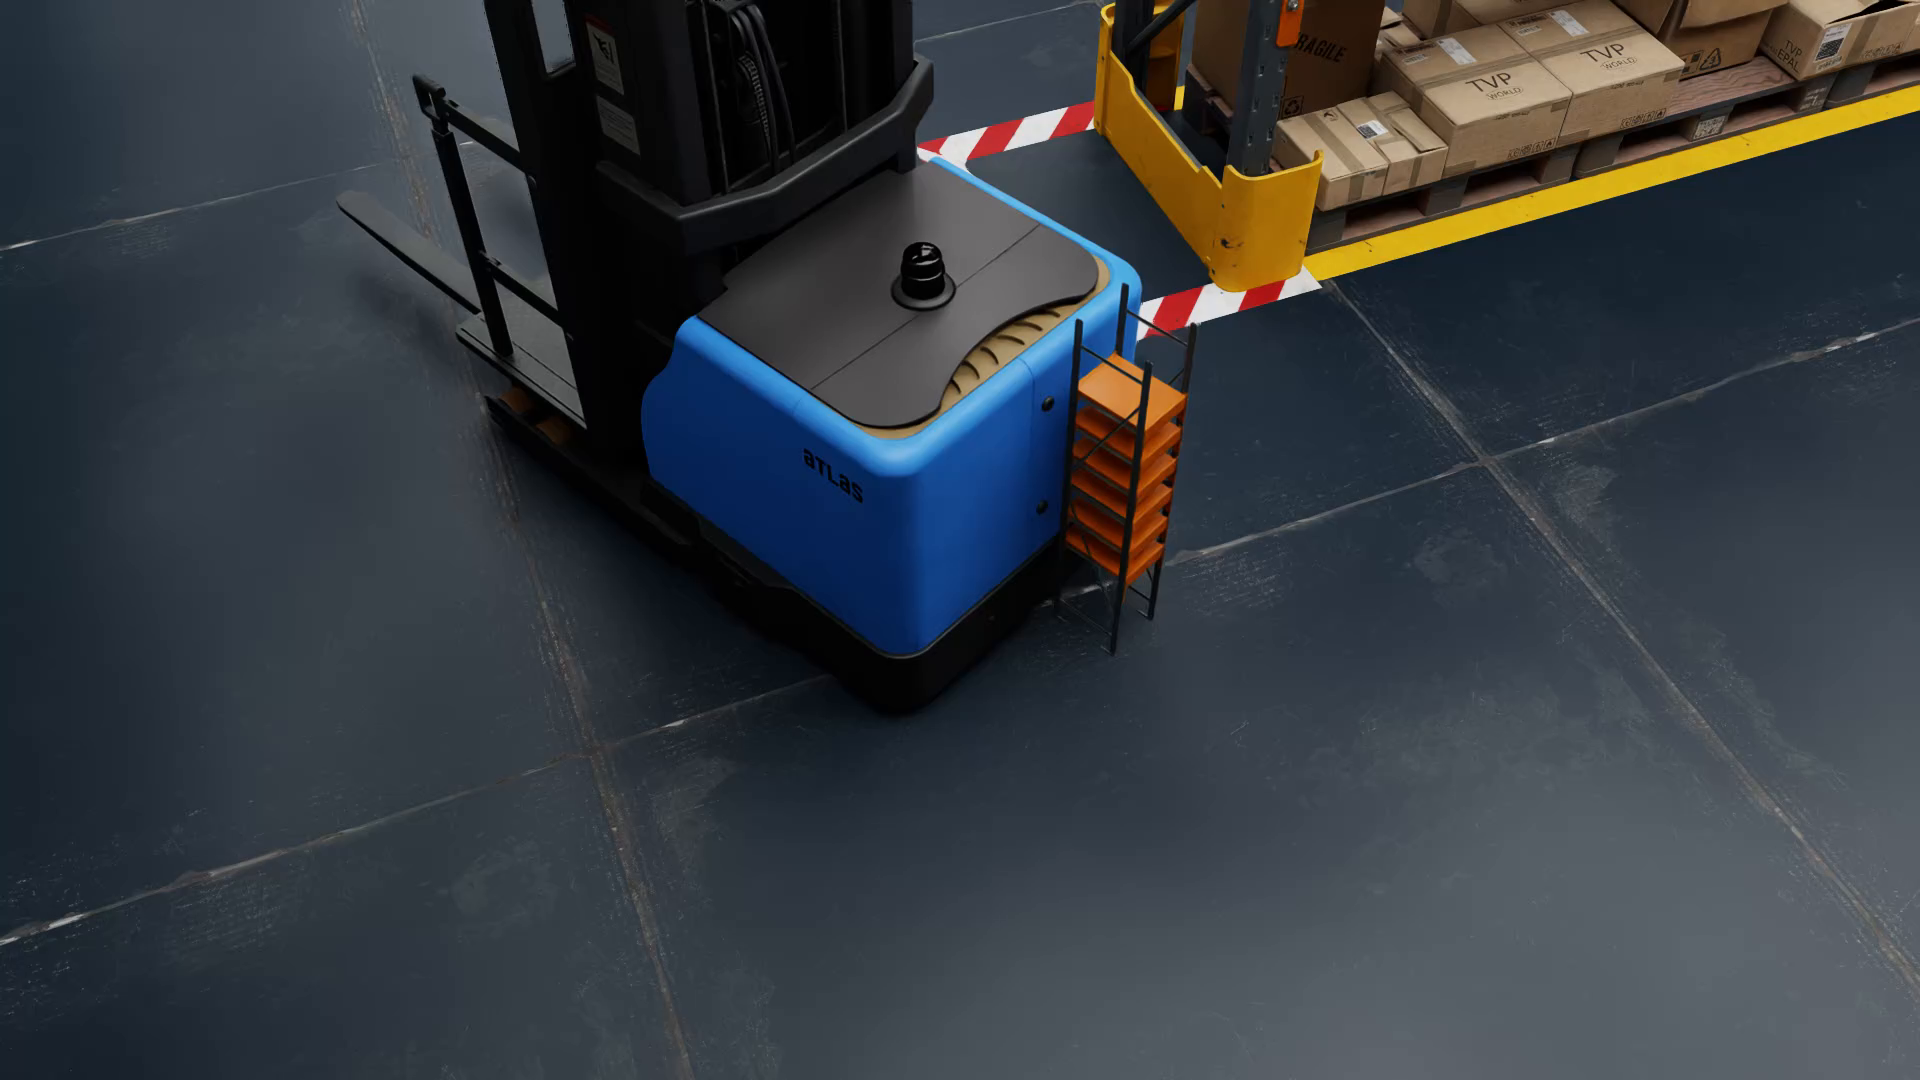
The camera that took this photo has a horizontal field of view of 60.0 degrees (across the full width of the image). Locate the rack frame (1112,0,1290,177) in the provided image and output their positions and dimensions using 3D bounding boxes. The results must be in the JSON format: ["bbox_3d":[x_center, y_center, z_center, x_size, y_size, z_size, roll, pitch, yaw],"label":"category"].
[{"bbox_3d":[0.825,-2.295,5.244,0.127,3.000,1.000,-17,52,-14],"label":"rack frame"}]

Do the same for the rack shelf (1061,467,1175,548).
[{"bbox_3d":[0.437,-0.124,4.623,0.258,0.103,0.180,35,58,26],"label":"rack shelf"}]

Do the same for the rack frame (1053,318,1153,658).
[{"bbox_3d":[0.376,-0.102,4.545,0.240,1.200,0.006,35,58,26],"label":"rack frame"}]

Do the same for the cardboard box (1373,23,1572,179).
[{"bbox_3d":[1.898,-1.643,6.206,0.500,0.250,0.500,-17,52,-14],"label":"cardboard box"}]

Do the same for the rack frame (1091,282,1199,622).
[{"bbox_3d":[0.499,-0.204,4.633,0.240,1.200,0.006,35,58,26],"label":"rack frame"}]

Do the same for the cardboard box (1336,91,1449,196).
[{"bbox_3d":[1.574,-1.466,6.109,0.250,0.166,0.380,-17,52,-14],"label":"cardboard box"}]

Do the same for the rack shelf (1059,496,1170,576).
[{"bbox_3d":[0.437,-0.046,4.715,0.258,0.103,0.180,35,58,26],"label":"rack shelf"}]

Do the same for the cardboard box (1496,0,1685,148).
[{"bbox_3d":[2.361,-1.787,6.329,0.500,0.250,0.500,-17,52,-14],"label":"cardboard box"}]

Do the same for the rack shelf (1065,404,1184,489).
[{"bbox_3d":[0.438,-0.280,4.440,0.258,0.103,0.180,35,58,26],"label":"rack shelf"}]

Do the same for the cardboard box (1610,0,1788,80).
[{"bbox_3d":[2.791,-2.230,6.544,0.637,0.503,0.797,-17,52,-14],"label":"cardboard box"}]

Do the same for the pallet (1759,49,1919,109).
[{"bbox_3d":[3.892,-2.338,7.119,1.213,0.211,1.003,-17,52,-14],"label":"pallet"}]

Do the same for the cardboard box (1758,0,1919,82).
[{"bbox_3d":[3.413,-2.132,6.586,0.500,0.311,0.500,-17,52,-14],"label":"cardboard box"}]

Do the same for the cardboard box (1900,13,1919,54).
[{"bbox_3d":[3.783,-2.145,6.704,0.250,0.149,0.380,-17,52,-14],"label":"cardboard box"}]

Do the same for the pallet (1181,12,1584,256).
[{"bbox_3d":[1.633,-1.638,6.518,1.213,0.211,1.003,-17,52,-14],"label":"pallet"}]

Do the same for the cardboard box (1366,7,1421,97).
[{"bbox_3d":[1.644,-1.898,6.480,0.250,0.166,0.380,-17,52,-14],"label":"cardboard box"}]

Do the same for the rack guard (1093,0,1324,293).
[{"bbox_3d":[0.895,-1.503,6.211,0.348,0.500,1.175,-17,52,-14],"label":"rack guard"}]

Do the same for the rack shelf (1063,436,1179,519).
[{"bbox_3d":[0.438,-0.202,4.532,0.258,0.103,0.180,35,58,26],"label":"rack shelf"}]

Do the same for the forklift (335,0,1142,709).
[{"bbox_3d":[-0.921,-1.461,4.573,3.031,2.935,1.130,35,58,26],"label":"forklift"}]

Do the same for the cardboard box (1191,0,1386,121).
[{"bbox_3d":[1.235,-1.953,6.308,0.500,0.500,0.500,-17,52,-14],"label":"cardboard box"}]

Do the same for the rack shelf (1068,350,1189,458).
[{"bbox_3d":[0.439,-0.358,4.349,0.258,0.103,0.180,35,58,26],"label":"rack shelf"}]

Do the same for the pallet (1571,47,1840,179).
[{"bbox_3d":[2.761,-1.985,6.816,1.213,0.211,1.003,-17,52,-14],"label":"pallet"}]

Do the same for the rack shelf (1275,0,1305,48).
[{"bbox_3d":[2.676,-2.635,6.010,4.000,0.370,1.077,-17,52,-14],"label":"rack shelf"}]

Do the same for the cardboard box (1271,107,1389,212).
[{"bbox_3d":[1.342,-1.389,6.055,0.250,0.149,0.380,-17,52,-14],"label":"cardboard box"}]

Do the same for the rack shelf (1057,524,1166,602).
[{"bbox_3d":[0.436,0.031,4.806,0.258,0.103,0.180,35,58,26],"label":"rack shelf"}]

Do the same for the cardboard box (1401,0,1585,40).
[{"bbox_3d":[2.126,-2.123,6.619,0.500,0.250,0.500,-17,52,-14],"label":"cardboard box"}]

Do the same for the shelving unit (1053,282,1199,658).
[{"bbox_3d":[0.437,-0.153,4.589,0.258,1.200,0.189,35,58,26],"label":"shelving unit"}]
